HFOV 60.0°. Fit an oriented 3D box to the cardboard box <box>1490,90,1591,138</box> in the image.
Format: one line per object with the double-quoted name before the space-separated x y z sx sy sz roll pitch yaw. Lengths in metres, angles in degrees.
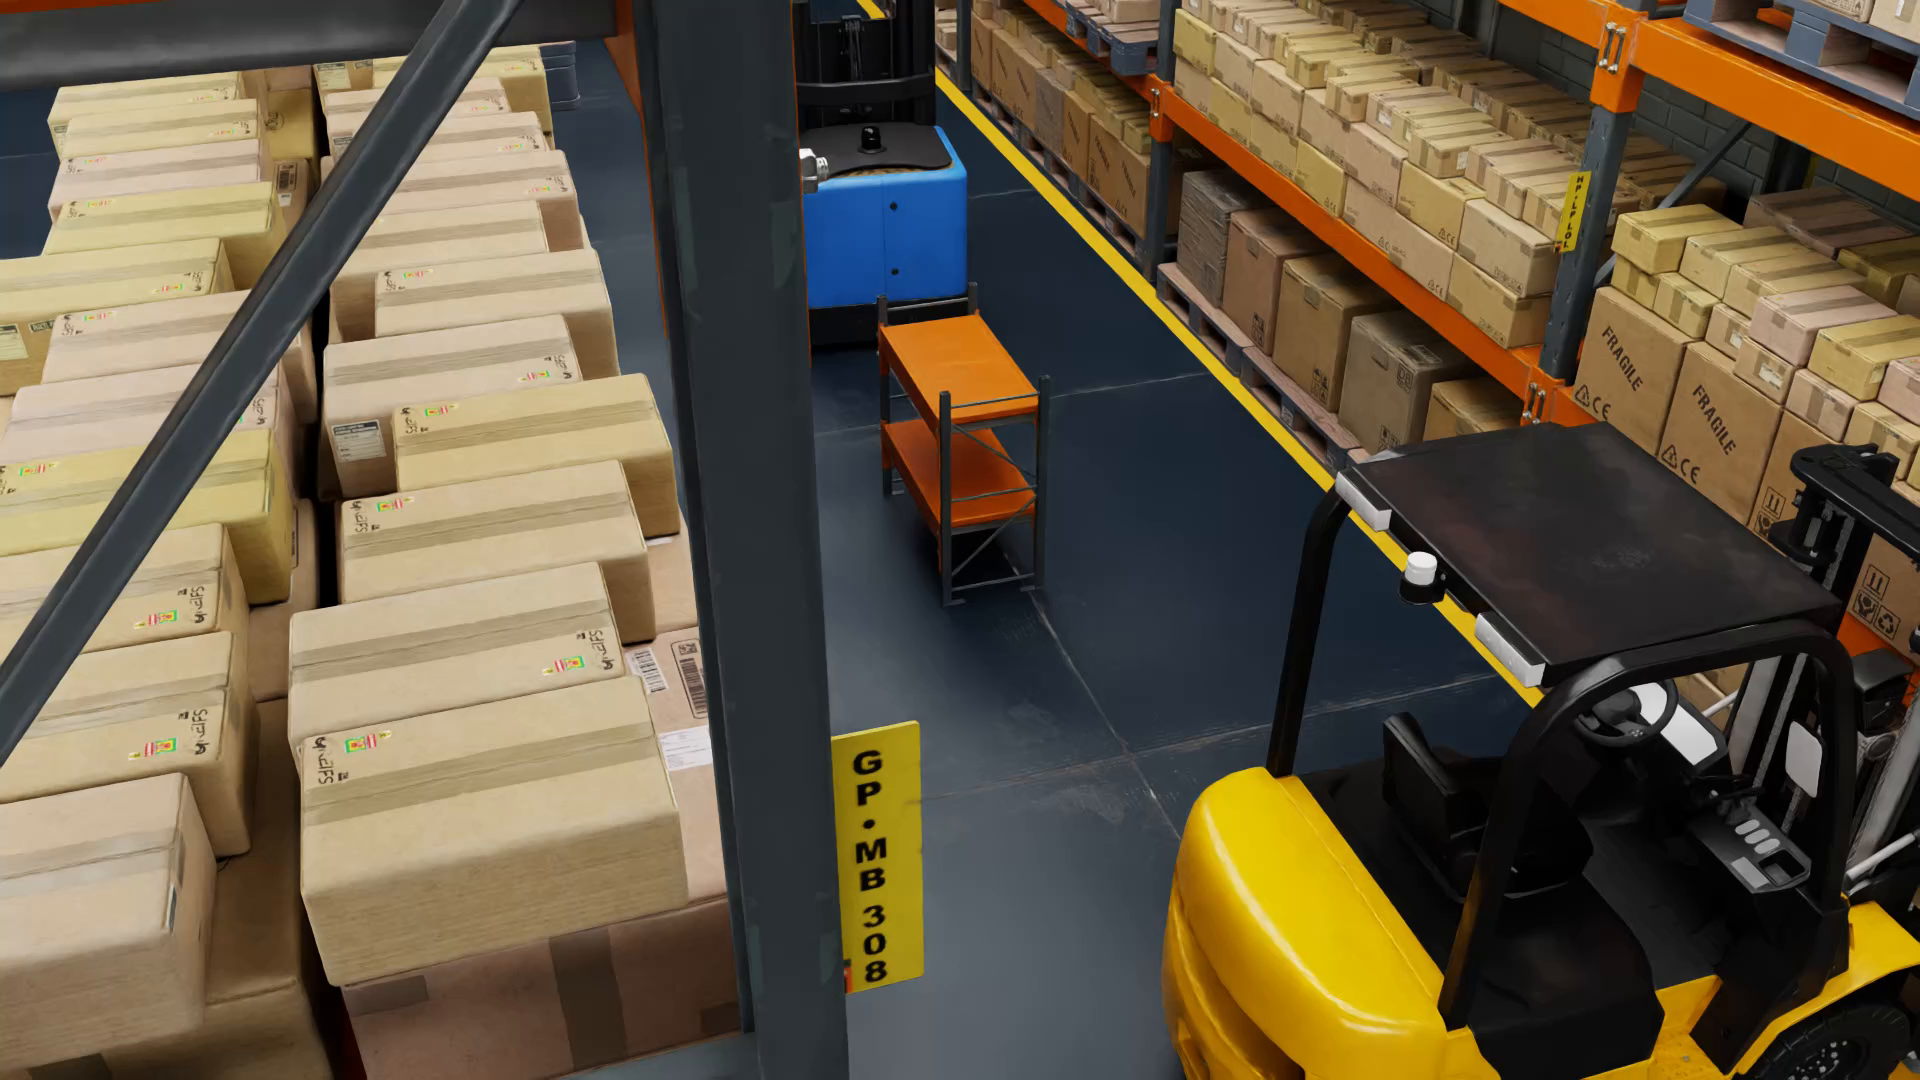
"cardboard box" 2.746 -2.004 7.883 0.380 0.149 0.250 -10 35 -15

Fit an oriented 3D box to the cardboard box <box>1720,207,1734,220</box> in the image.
"cardboard box" 2.995 -1.380 7.300 0.500 0.250 0.500 -11 35 -16

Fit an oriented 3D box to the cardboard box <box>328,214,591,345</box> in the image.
"cardboard box" -0.963 -0.415 3.302 0.500 0.250 0.500 -9 35 -14

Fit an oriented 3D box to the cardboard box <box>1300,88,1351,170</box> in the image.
"cardboard box" 2.062 -2.092 8.377 0.500 0.250 0.500 -10 35 -14

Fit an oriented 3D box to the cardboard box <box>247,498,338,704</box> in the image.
"cardboard box" -1.153 0.209 2.358 0.500 0.250 0.500 -10 35 -15

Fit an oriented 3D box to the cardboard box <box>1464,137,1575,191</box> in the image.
"cardboard box" 2.469 -1.649 7.345 0.380 0.149 0.250 -10 35 -15

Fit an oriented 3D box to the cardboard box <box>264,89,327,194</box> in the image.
"cardboard box" -1.781 -0.854 3.968 0.500 0.250 0.500 -10 35 -15

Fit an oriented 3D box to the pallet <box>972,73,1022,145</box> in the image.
"pallet" 0.749 -3.541 13.417 1.003 0.211 1.213 -10 35 -15

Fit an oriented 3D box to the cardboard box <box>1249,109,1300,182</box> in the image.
"cardboard box" 1.900 -2.154 8.925 0.500 0.250 0.500 -11 35 -16

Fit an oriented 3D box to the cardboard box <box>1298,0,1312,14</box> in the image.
"cardboard box" 2.163 -3.082 9.513 0.380 0.149 0.250 -9 35 -13

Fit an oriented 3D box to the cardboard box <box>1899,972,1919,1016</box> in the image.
"cardboard box" 3.394 1.427 5.483 0.500 0.250 0.500 -10 35 -14

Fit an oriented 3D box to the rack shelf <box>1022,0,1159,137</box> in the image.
"rack shelf" 1.075 -3.774 11.894 1.077 0.370 4.000 -10 35 -15

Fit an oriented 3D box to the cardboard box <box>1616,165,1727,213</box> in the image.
"cardboard box" 3.002 -1.457 7.056 0.380 0.149 0.250 -11 35 -16

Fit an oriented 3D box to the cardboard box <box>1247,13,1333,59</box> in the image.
"cardboard box" 1.779 -2.714 8.958 0.380 0.149 0.250 -10 35 -14

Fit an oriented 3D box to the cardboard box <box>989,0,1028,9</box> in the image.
"cardboard box" 0.446 -4.290 13.050 0.380 0.149 0.250 -12 35 -17

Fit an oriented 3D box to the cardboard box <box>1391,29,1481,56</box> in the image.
"cardboard box" 2.487 -2.551 8.710 0.380 0.149 0.250 -11 35 -16

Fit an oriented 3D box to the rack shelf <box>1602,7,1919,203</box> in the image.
"rack shelf" 3.515 -0.826 4.710 1.077 0.370 4.000 -10 35 -15

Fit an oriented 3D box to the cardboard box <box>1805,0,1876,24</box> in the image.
"cardboard box" 2.927 -1.878 5.259 0.500 0.311 0.500 -9 35 -14

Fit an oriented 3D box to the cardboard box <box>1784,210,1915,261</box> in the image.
"cardboard box" 3.327 -1.105 6.253 0.380 0.149 0.250 -11 35 -16

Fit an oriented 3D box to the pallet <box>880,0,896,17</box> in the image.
"pallet" -0.119 -4.964 15.570 1.003 0.211 1.213 -10 35 -15

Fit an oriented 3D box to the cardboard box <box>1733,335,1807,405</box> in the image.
"cardboard box" 2.943 -0.615 5.781 0.380 0.149 0.250 -9 35 -14

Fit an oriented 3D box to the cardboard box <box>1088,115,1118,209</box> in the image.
"cardboard box" 1.209 -2.607 11.361 0.500 0.500 0.500 -11 35 -15

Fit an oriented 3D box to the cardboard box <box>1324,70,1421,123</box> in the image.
"cardboard box" 2.017 -2.171 8.135 0.380 0.149 0.250 -11 35 -16

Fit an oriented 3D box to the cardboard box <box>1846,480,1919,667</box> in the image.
"cardboard box" 3.255 0.115 5.265 0.500 0.500 0.500 -10 35 -14

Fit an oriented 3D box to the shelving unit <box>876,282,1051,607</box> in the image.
"shelving unit" -0.002 -0.473 7.945 0.538 1.125 1.048 -10 35 -15

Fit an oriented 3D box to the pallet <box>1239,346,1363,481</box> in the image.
"pallet" 2.267 -0.783 9.243 1.003 0.211 1.213 -10 35 -15

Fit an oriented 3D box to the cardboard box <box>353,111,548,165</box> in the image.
"cardboard box" -1.056 -0.768 3.474 0.380 0.149 0.250 -10 35 -14

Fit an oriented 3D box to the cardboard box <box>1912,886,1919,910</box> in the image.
"cardboard box" 3.359 1.203 5.368 0.500 0.250 0.500 -11 35 -16

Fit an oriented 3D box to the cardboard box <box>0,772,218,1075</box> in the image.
"cardboard box" -0.985 0.405 1.700 0.380 0.149 0.250 -10 35 -14

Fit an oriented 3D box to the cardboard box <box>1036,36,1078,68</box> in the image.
"cardboard box" 0.779 -3.620 12.305 0.380 0.149 0.250 -9 34 -13

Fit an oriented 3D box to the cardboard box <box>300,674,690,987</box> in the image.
"cardboard box" -0.515 0.312 1.841 0.380 0.149 0.250 -10 35 -15

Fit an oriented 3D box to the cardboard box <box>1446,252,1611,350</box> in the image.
"cardboard box" 2.502 -1.082 7.303 0.500 0.250 0.500 -9 35 -14

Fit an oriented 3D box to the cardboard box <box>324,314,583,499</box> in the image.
"cardboard box" -0.797 -0.217 2.642 0.380 0.149 0.250 -10 35 -15

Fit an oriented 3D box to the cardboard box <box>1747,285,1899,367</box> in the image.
"cardboard box" 2.953 -0.737 5.695 0.380 0.149 0.250 -9 35 -14

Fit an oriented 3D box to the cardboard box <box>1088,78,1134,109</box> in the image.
"cardboard box" 1.105 -3.074 11.480 0.380 0.149 0.250 -9 35 -13

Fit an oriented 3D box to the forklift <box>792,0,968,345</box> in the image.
"forklift" -0.746 -3.182 10.406 1.130 2.935 3.031 -7 34 -10

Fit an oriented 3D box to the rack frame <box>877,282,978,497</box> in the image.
"rack frame" -0.157 -0.740 8.349 0.500 1.125 0.032 -10 35 -15

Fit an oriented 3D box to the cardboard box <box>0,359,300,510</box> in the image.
"cardboard box" -1.219 -0.139 2.523 0.380 0.149 0.250 -10 35 -15

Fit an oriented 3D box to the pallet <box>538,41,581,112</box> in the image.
"pallet" -1.908 -1.603 5.404 1.213 0.211 1.003 -10 35 -15

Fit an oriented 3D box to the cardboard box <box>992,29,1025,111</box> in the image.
"cardboard box" 0.570 -3.687 12.996 0.500 0.500 0.500 -10 35 -15

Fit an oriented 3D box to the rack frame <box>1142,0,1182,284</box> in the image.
"rack frame" 1.685 -3.025 10.106 1.000 3.000 0.127 -10 35 -15

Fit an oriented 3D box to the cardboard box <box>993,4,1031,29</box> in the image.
"cardboard box" 0.479 -4.162 13.126 0.380 0.149 0.250 -11 35 -16

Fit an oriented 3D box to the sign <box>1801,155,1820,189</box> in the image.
"sign" 3.433 -1.413 6.810 0.100 0.325 0.005 -10 35 -15

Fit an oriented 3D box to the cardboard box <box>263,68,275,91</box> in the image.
"cardboard box" -1.929 -1.215 4.152 0.380 0.149 0.250 -9 35 -13

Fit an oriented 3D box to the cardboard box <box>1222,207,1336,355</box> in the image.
"cardboard box" 2.069 -1.537 9.629 0.875 0.625 0.625 -9 34 -13

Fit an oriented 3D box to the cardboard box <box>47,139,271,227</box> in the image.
"cardboard box" -1.586 -0.672 3.330 0.380 0.149 0.250 -11 35 -15
